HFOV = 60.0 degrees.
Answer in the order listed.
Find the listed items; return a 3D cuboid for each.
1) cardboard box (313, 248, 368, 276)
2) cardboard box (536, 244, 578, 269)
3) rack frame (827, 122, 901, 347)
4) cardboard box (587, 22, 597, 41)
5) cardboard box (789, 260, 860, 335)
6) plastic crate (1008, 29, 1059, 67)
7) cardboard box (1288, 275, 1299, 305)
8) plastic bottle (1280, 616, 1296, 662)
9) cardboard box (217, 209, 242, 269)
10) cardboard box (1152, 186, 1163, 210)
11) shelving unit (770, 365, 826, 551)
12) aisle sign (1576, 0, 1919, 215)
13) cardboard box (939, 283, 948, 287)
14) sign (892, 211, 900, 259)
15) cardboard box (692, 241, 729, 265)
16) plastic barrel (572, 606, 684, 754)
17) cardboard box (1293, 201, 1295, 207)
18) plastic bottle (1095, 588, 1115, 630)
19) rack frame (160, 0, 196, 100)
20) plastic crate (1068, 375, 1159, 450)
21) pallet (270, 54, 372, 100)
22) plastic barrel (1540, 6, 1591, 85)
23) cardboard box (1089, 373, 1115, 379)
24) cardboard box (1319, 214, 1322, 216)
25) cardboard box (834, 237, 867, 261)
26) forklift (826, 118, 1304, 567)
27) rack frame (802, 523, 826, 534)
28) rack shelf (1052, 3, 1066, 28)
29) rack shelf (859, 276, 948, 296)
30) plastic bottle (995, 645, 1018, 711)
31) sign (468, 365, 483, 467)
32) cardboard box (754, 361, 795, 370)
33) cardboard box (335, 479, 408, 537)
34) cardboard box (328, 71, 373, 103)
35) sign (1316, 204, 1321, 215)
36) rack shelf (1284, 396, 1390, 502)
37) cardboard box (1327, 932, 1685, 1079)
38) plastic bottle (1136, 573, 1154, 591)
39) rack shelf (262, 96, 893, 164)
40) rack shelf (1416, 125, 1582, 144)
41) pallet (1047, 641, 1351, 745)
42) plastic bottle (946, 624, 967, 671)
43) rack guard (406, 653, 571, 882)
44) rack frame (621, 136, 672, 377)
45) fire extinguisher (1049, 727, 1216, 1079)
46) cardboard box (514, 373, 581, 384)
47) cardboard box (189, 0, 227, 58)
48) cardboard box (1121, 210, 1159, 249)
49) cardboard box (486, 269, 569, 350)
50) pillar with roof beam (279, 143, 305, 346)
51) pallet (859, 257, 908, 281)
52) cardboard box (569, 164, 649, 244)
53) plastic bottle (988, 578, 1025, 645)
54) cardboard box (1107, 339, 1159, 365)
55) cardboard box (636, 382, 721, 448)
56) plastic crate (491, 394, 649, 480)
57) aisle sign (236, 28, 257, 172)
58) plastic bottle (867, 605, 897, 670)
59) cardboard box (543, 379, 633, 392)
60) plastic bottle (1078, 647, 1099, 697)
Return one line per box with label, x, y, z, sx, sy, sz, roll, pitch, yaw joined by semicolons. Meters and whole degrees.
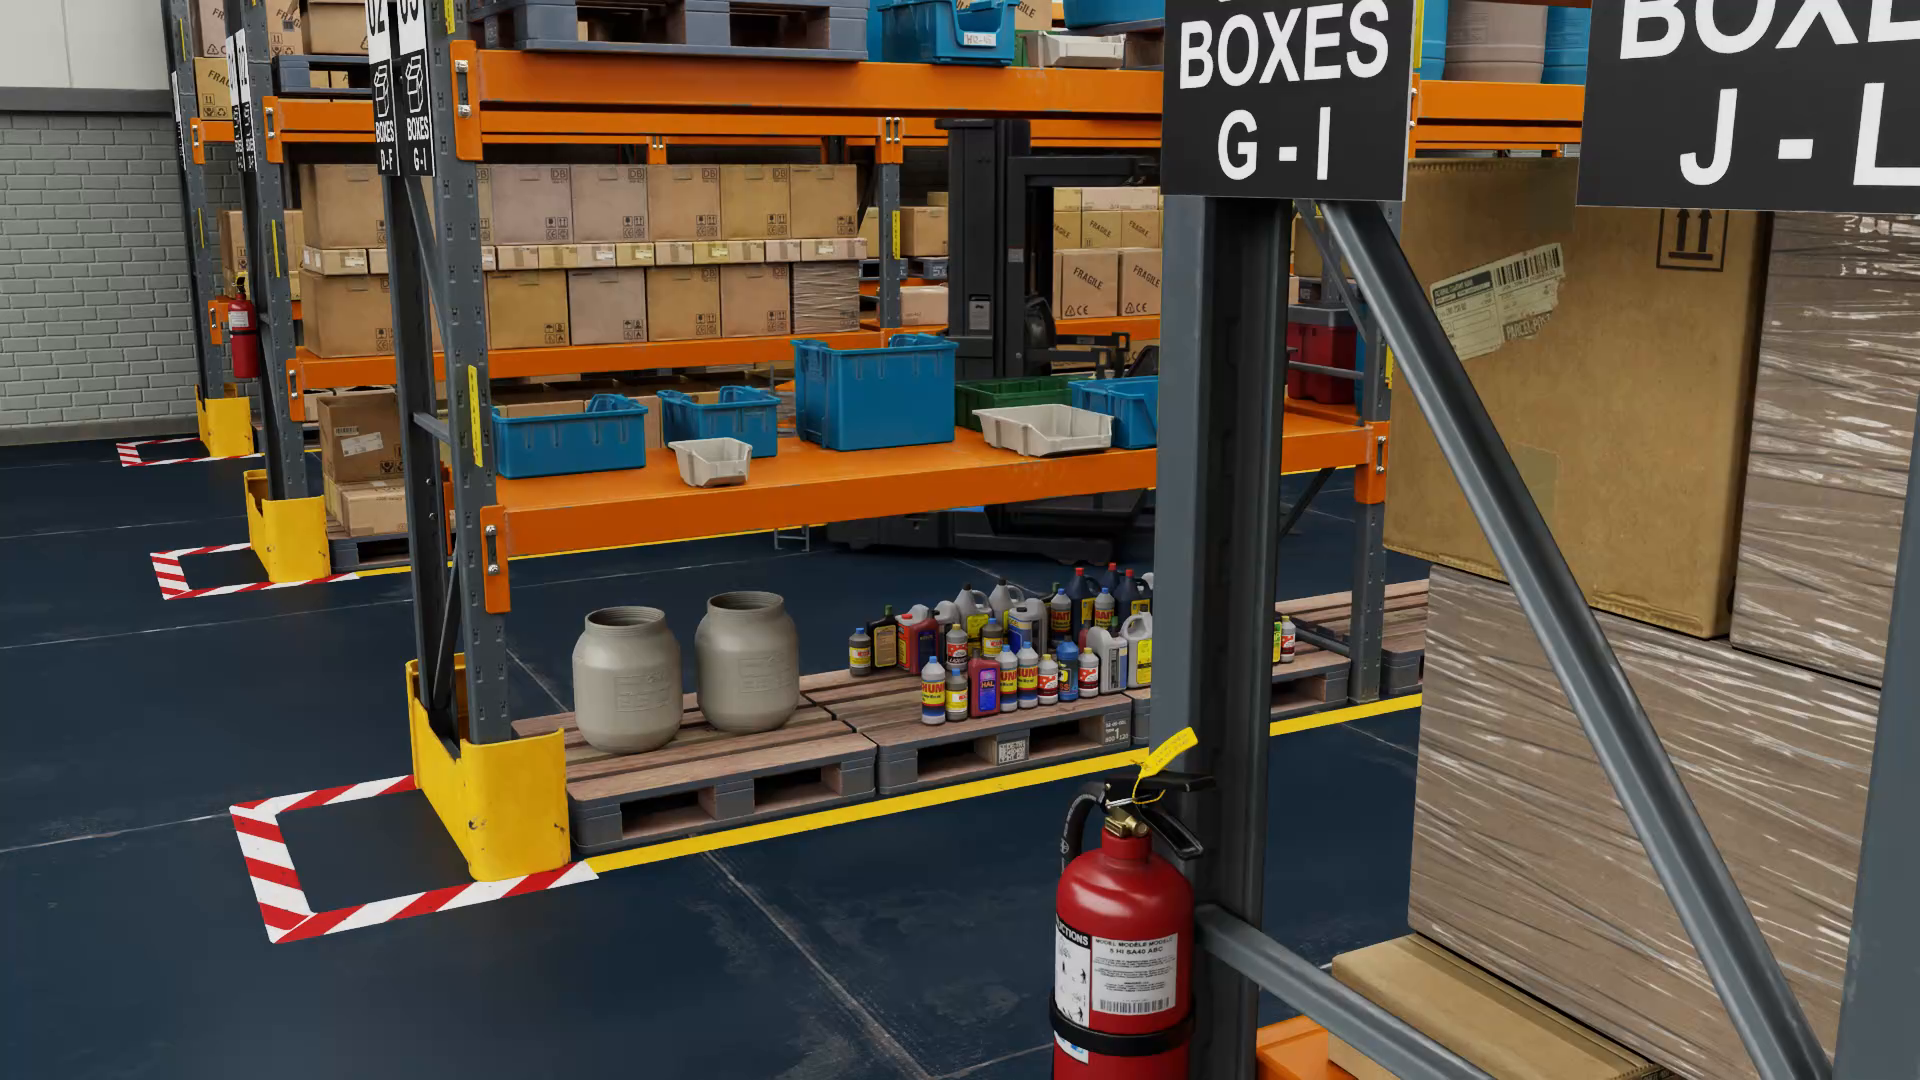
cardboard box;-3.772;-1.698;10.116;0.250;0.149;0.380;-7;14;-28
cardboard box;-2.642;-1.834;10.720;0.250;0.149;0.380;-7;14;-29
rack frame;-0.708;-1.754;12.069;0.127;3.000;1.000;-7;14;-28
cardboard box;-2.214;-3.392;11.005;0.637;0.503;0.797;-5;14;-22
cardboard box;-1.095;-1.754;11.845;0.500;0.500;0.700;-7;15;-29
plastic crate;0.146;-2.045;7.015;0.450;0.188;0.336;-7;14;-28
cardboard box;2.462;-2.101;13.816;0.500;0.311;0.500;-6;14;-24
plastic bottle;1.493;0.450;7.648;0.097;0.201;0.097;0;13;0
cardboard box;-6.284;-2.680;14.774;0.500;0.500;0.500;-7;14;-28
cardboard box;2.301;-3.861;18.775;0.500;0.250;0.500;-7;15;-29
shelving unit;-1.025;-0.572;10.920;0.258;1.200;0.503;4;13;15
aisle sign;0.613;-0.627;1.143;0.004;0.787;0.394;-7;14;-28
cardboard box;-0.025;-1.816;12.652;0.258;0.266;0.396;-7;15;-29
sign;-0.441;-2.108;11.491;0.005;0.325;0.100;-7;14;-28
cardboard box;-1.738;-1.942;11.202;0.250;0.149;0.380;-7;14;-28
plastic barrel;-1.308;0.547;6.556;0.421;0.512;0.421;0;13;0
cardboard box;3.649;-4.021;19.483;0.500;0.250;0.500;-6;14;-26
plastic bottle;0.685;0.361;7.884;0.097;0.271;0.097;0;13;0
rack frame;-6.596;-5.214;13.781;0.127;3.000;1.000;-7;14;-28
plastic crate;0.820;-0.557;7.092;0.616;0.251;0.499;-7;14;-28
pallet;-3.586;-2.822;10.188;1.213;0.211;1.003;-7;14;-28
plastic barrel;3.152;-2.739;8.476;0.708;0.901;0.600;-7;14;-28
cardboard box;1.296;-1.203;13.651;0.500;0.311;0.500;-7;15;-29
cardboard box;4.421;-3.750;20.256;0.700;0.700;0.980;-7;14;-27
cardboard box;-0.844;-2.049;11.676;0.250;0.149;0.380;-7;14;-28
forklift;0.703;-1.392;10.620;3.031;2.935;1.130;3;13;12
rack frame;-0.958;-0.624;11.149;0.240;1.200;0.015;4;13;15
rack shelf;2.181;-5.720;18.578;4.000;0.370;1.077;-7;14;-28
rack shelf;-1.330;-2.567;17.323;4.000;0.370;1.077;-7;14;-28
plastic bottle;0.192;0.572;6.948;0.097;0.271;0.097;0;13;0
sign;-1.589;-0.406;5.452;0.005;0.325;0.100;-7;14;-28
cardboard box;-2.018;-1.848;17.178;0.500;0.500;0.700;-7;15;-29
cardboard box;-3.642;-0.210;10.515;0.500;0.250;0.500;-7;14;-28
cardboard box;-5.240;-3.901;14.506;0.500;0.500;0.500;-6;14;-25
sign;4.205;-3.972;19.470;0.005;0.325;0.100;-7;14;-28
rack shelf;3.417;-0.658;8.840;4.000;0.370;1.077;-7;14;-28
cardboard box;0.675;0.630;2.052;0.250;0.149;0.380;-7;14;-28
plastic bottle;0.901;0.304;8.128;0.135;0.276;0.152;-6;14;-26
rack shelf;-2.464;-2.656;10.884;4.000;0.370;1.077;-7;14;-28
rack shelf;4.558;-3.497;14.624;4.000;0.370;1.077;-7;14;-28
pallet;1.052;0.624;7.854;1.213;0.211;1.003;-7;14;-28
plastic bottle;-0.015;0.481;7.510;0.097;0.201;0.097;0;13;0
rack guard;-1.805;0.825;6.306;0.348;0.500;1.175;-7;14;-28
rack frame;-3.085;-2.708;16.309;0.127;3.000;1.000;-7;14;-28
fire extinguisher;0.203;0.538;2.064;0.183;0.674;0.296;-7;14;-28
cardboard box;-3.977;-1.586;16.016;0.500;0.500;0.500;-8;15;-32
cardboard box;-6.142;-4.290;13.959;0.500;0.500;0.500;-8;15;-32
cardboard box;1.875;-3.439;18.609;0.500;0.500;0.500;-7;14;-28
cardboard box;-2.906;-1.535;10.872;0.500;0.500;0.700;-7;14;-27
pillar with roof beam;-4.333;-4.625;11.162;0.400;9.000;9.100;-7;14;-28
pallet;-1.292;-2.819;17.240;1.213;0.211;1.003;-7;14;-28
cardboard box;-2.416;-2.229;10.999;0.500;0.500;0.700;-7;14;-28
plastic bottle;0.216;0.349;7.759;0.185;0.351;0.144;-7;14;-28
cardboard box;1.906;-2.428;19.005;0.750;0.750;0.750;-7;14;-28
cardboard box;-1.892;-0.788;11.378;0.500;0.500;0.500;-7;14;-28
plastic crate;-1.553;-0.416;6.463;0.616;0.251;0.499;-7;14;-28
aisle sign;-4.130;-2.535;9.621;0.004;0.787;0.394;-7;14;-28
plastic bottle;-0.353;0.439;7.510;0.133;0.283;0.061;-6;14;-26
cardboard box;-2.581;-0.836;11.591;0.500;0.500;0.500;-7;14;-28
plastic bottle;0.548;0.563;7.145;0.097;0.201;0.097;0;13;0
